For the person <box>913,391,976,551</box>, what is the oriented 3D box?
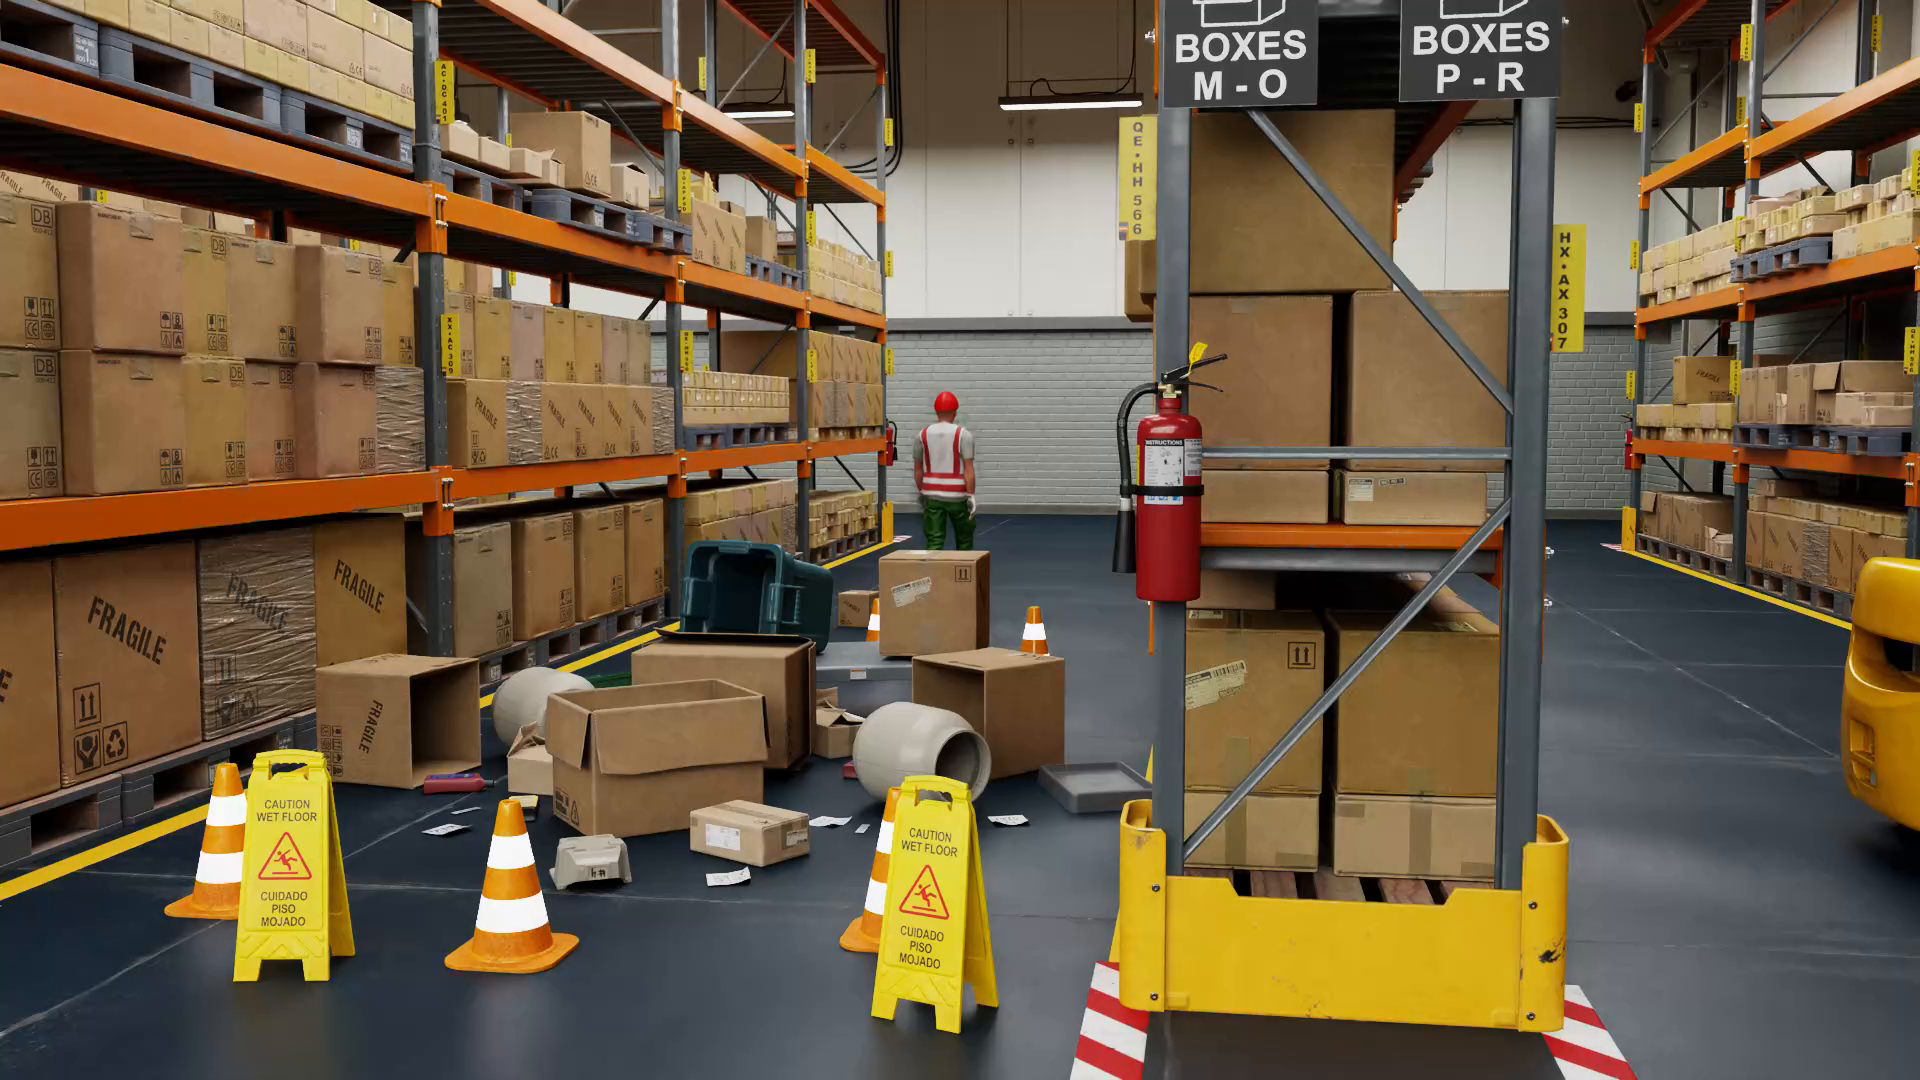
[{"bbox_3d":[-0.095,-0.368,14.007,0.570,1.760,0.894,1,4,12],"label":"person"}]
